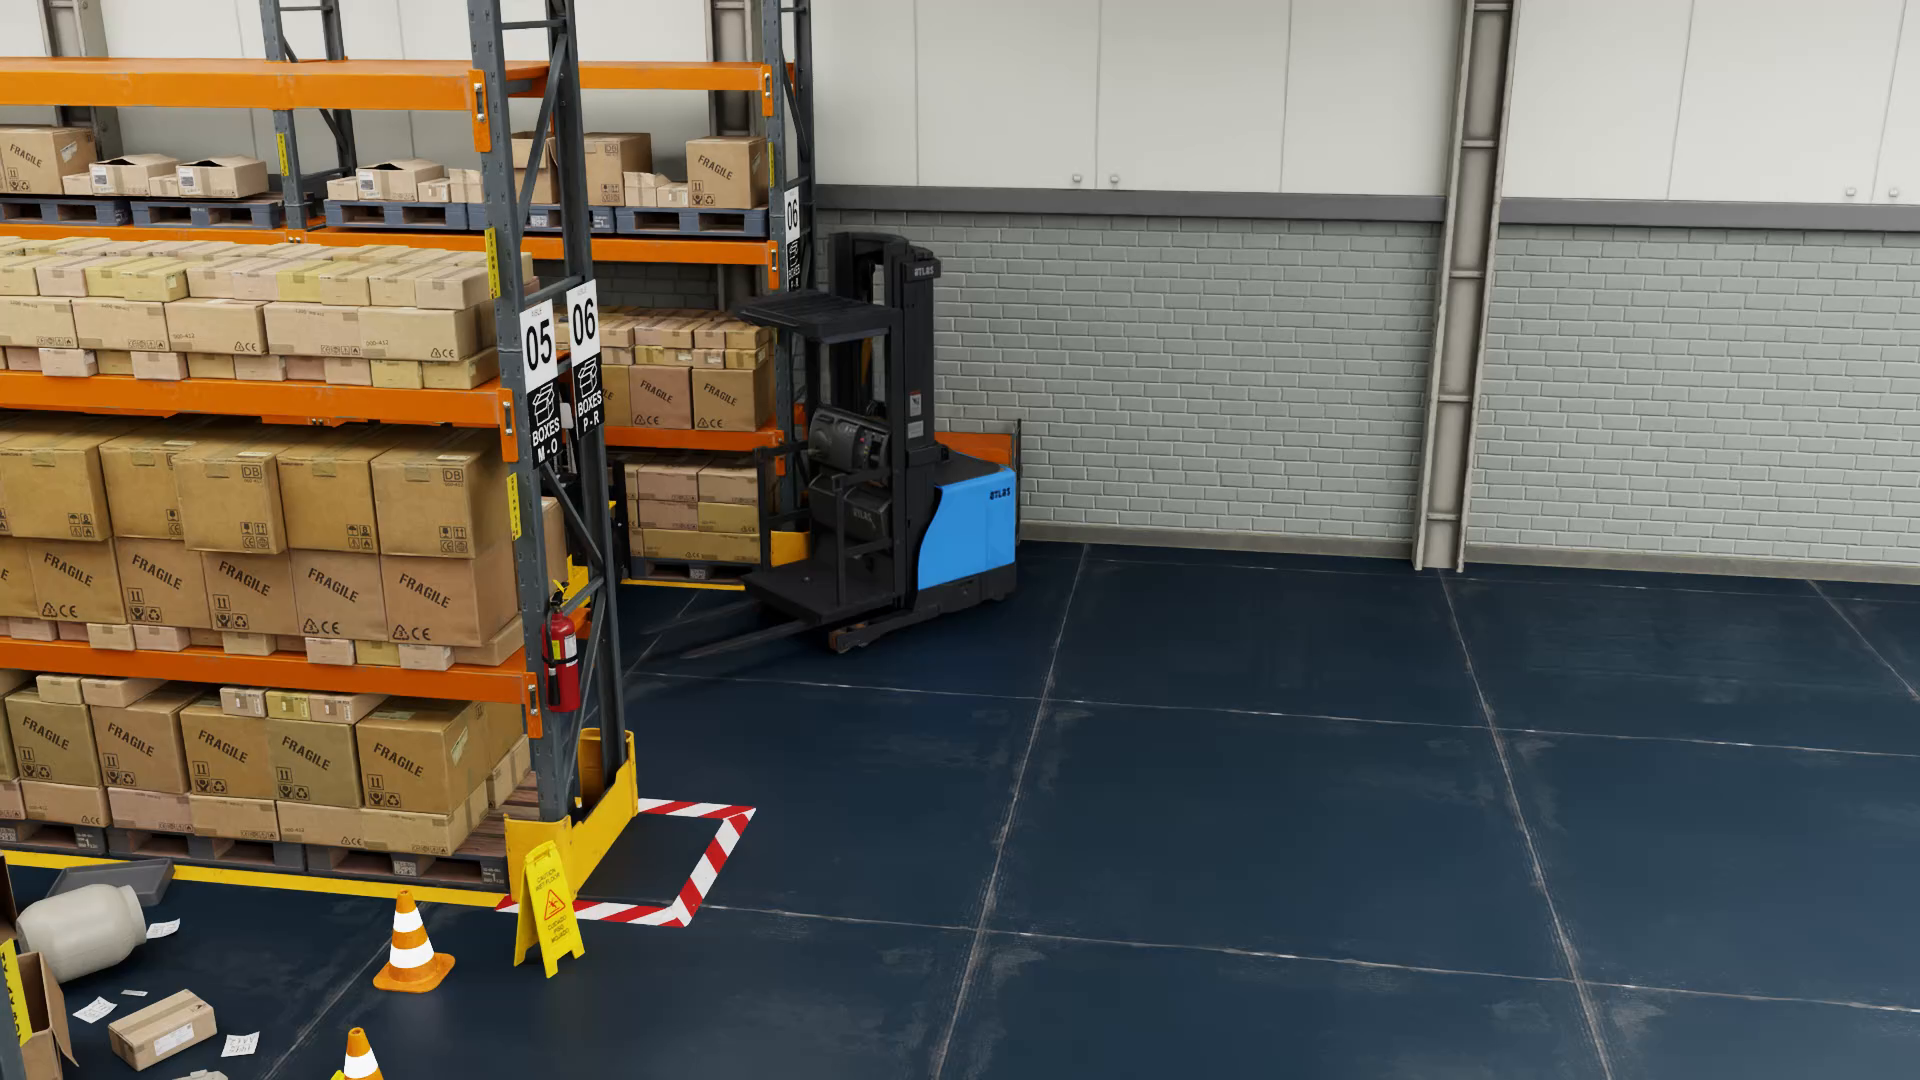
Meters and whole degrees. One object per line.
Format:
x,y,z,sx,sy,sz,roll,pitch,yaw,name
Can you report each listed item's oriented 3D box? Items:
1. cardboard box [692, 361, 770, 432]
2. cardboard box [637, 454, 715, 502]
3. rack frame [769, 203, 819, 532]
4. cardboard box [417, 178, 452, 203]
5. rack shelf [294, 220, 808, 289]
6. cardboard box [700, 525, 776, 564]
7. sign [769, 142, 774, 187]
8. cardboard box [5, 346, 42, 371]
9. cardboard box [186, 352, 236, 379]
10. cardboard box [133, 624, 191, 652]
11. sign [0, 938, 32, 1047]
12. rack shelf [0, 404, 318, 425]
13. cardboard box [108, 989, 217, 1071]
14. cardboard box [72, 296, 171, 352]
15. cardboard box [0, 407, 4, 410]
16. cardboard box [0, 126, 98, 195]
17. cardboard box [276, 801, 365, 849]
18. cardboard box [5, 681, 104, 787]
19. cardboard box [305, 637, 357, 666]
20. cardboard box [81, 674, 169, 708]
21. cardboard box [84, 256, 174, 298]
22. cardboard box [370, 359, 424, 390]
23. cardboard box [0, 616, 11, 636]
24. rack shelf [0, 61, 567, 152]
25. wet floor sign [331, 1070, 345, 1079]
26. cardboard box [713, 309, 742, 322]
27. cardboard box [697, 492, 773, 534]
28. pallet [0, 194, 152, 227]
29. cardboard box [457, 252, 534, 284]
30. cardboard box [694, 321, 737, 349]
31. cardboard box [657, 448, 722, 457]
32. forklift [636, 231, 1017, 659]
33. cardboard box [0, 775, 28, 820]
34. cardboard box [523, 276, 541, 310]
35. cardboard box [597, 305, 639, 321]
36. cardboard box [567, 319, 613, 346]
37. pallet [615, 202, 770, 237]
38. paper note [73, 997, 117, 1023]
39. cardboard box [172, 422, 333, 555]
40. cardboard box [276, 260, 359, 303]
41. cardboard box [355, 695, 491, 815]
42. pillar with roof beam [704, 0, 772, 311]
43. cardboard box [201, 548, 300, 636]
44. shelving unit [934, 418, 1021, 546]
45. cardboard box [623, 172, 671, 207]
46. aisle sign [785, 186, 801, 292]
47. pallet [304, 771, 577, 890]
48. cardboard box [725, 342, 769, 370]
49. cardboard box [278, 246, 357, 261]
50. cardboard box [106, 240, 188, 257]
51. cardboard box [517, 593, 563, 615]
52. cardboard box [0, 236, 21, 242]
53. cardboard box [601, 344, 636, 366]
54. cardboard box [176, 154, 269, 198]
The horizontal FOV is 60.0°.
-1.845,-1.183,13.454,0.500,0.500,0.500,3,19,7,cardboard box
-2.327,-0.512,13.702,0.500,0.250,0.500,3,19,10,cardboard box
-1.318,-1.193,13.642,0.127,3.000,1.000,3,19,9,rack frame
-4.114,-2.788,13.258,0.250,0.149,0.380,3,19,10,cardboard box
-3.293,-2.375,13.581,4.000,0.370,1.077,3,19,9,rack shelf
-1.832,-0.013,13.787,0.500,0.250,0.500,3,19,9,cardboard box
-1.418,-2.829,12.532,0.005,0.325,0.100,3,19,9,sign
-4.767,-1.000,8.732,0.250,0.149,0.380,2,19,7,cardboard box
-3.758,-0.945,8.568,0.250,0.149,0.380,2,19,7,cardboard box
-4.276,0.467,9.075,0.250,0.149,0.380,3,19,8,cardboard box
-2.693,1.296,4.713,0.005,0.325,0.100,3,19,9,sign
-7.242,-1.154,14.659,4.000,0.370,1.077,3,19,9,rack shelf
-3.715,2.281,7.752,0.250,0.149,0.380,14,23,37,cardboard box
-4.158,-1.147,8.543,0.500,0.250,0.500,3,19,9,cardboard box
-5.651,-0.412,9.105,0.500,0.500,0.700,3,19,8,cardboard box
-7.535,-3.148,13.781,0.500,0.500,0.500,3,19,10,cardboard box
-3.453,1.482,9.319,0.500,0.250,0.500,3,19,9,cardboard box
-4.981,1.047,9.435,0.500,0.500,0.500,4,19,11,cardboard box
-3.281,0.528,8.893,0.250,0.149,0.380,3,19,10,cardboard box
-4.623,0.780,9.213,0.250,0.149,0.380,4,19,12,cardboard box
-4.244,-1.350,8.524,0.250,0.149,0.380,3,19,10,cardboard box
-2.749,-0.874,8.356,0.250,0.149,0.380,3,19,9,cardboard box
-5.266,0.396,9.287,0.250,0.149,0.380,3,19,8,cardboard box
-4.076,-2.241,8.457,4.000,0.370,1.077,3,19,9,rack shelf
-2.444,2.415,6.567,0.232,0.644,0.267,0,19,-1,wet floor sign
-1.868,-1.806,13.825,0.250,0.149,0.380,4,19,11,cardboard box
-1.848,-0.252,13.713,0.500,0.250,0.500,3,19,8,cardboard box
-7.428,-2.867,14.216,1.213,0.211,1.003,4,19,11,pallet
-2.420,-1.401,8.676,0.250,0.149,0.380,3,19,8,cardboard box
-1.953,-1.644,13.341,0.250,0.149,0.380,3,19,9,cardboard box
-2.256,-0.670,14.174,0.500,0.250,0.500,3,19,9,cardboard box
-0.994,-0.742,12.400,3.031,2.935,1.130,-15,24,-38,forklift
-5.511,1.380,9.624,0.500,0.250,0.500,2,19,6,cardboard box
-2.556,-1.239,8.820,0.500,0.250,0.500,3,19,8,cardboard box
-2.881,-1.872,14.023,0.250,0.149,0.380,2,19,7,cardboard box
-2.981,-1.674,13.431,0.250,0.149,0.380,3,19,10,cardboard box
-2.012,-2.618,13.311,1.213,0.211,1.003,3,19,9,pallet
-4.166,2.262,8.013,0.142,0.019,0.148,10,21,27,paper note
-3.659,-0.279,8.708,0.500,0.500,0.700,3,19,8,cardboard box
-3.228,-1.305,8.388,0.250,0.149,0.380,3,19,9,cardboard box
-2.934,1.153,9.121,0.500,0.500,0.500,3,19,9,cardboard box
-2.545,-3.007,9.608,0.400,9.000,9.100,3,19,9,pillar with roof beam
-3.668,0.180,8.913,0.500,0.500,0.500,3,19,8,cardboard box
-0.023,-0.465,14.420,1.048,1.125,0.538,3,19,8,shelving unit
-2.435,-2.758,12.983,0.258,0.266,0.396,3,19,9,cardboard box
-1.300,-2.331,12.945,0.004,0.787,0.394,3,19,9,aisle sign
-2.973,1.629,9.603,1.213,0.211,1.003,3,19,9,pallet
-1.705,-1.478,13.313,0.250,0.149,0.380,3,19,9,cardboard box
-3.404,-1.459,8.849,0.250,0.149,0.380,3,19,8,cardboard box
-4.412,-1.529,9.058,0.250,0.149,0.380,3,19,9,cardboard box
-2.404,0.399,9.279,0.250,0.149,0.380,3,19,9,cardboard box
-5.434,-1.584,9.222,0.250,0.149,0.380,2,19,7,cardboard box
-2.722,-1.528,13.464,0.250,0.149,0.380,2,19,7,cardboard box
-6.021,-2.981,13.580,0.500,0.311,0.500,2,19,7,cardboard box
